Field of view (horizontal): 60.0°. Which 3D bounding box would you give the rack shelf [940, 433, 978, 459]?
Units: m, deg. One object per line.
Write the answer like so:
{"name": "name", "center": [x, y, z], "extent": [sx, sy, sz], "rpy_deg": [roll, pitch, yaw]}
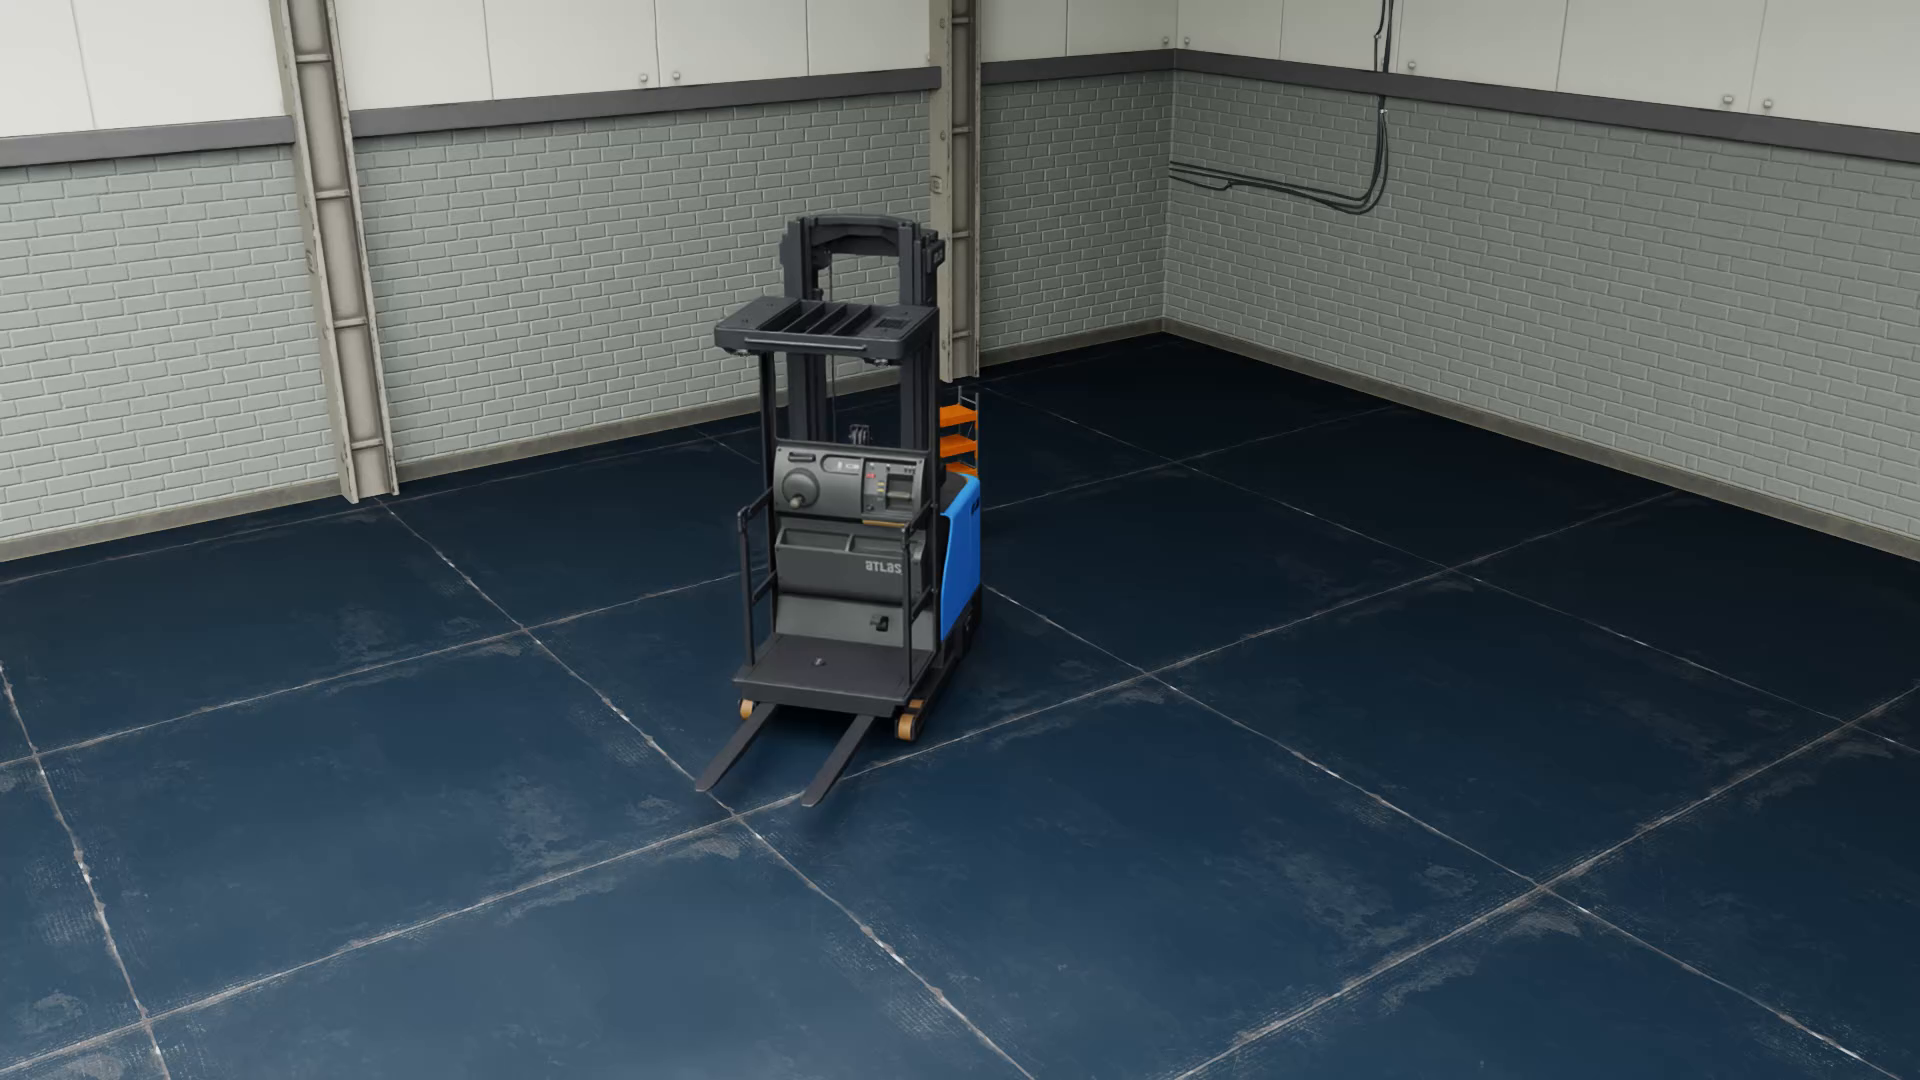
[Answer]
{"name": "rack shelf", "center": [-0.134, -0.667, 12.526], "extent": [0.480, 0.148, 0.258], "rpy_deg": [-15, 26, -33]}

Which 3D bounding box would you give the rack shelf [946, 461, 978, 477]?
{"name": "rack shelf", "center": [-0.134, -0.459, 12.609], "extent": [0.480, 0.148, 0.258], "rpy_deg": [-15, 26, -33]}

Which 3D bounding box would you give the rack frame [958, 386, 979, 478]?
{"name": "rack frame", "center": [0.064, -0.574, 12.717], "extent": [0.015, 1.200, 0.240], "rpy_deg": [-15, 26, -33]}

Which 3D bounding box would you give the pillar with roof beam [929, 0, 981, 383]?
{"name": "pillar with roof beam", "center": [2.468, -4.570, 12.207], "extent": [0.400, 9.000, 9.100], "rpy_deg": [-15, 26, -33]}

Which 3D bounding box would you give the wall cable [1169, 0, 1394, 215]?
{"name": "wall cable", "center": [3.117, -4.663, 16.629], "extent": [0.112, 2.526, 3.097], "rpy_deg": [-15, 26, -33]}

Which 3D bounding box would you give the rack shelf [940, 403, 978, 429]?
{"name": "rack shelf", "center": [-0.134, -0.886, 12.439], "extent": [0.480, 0.148, 0.258], "rpy_deg": [-15, 26, -33]}

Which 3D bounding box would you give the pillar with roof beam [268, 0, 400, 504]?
{"name": "pillar with roof beam", "center": [-2.402, -3.271, 8.952], "extent": [0.400, 9.000, 9.100], "rpy_deg": [-15, 26, -33]}

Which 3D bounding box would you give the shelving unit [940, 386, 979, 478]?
{"name": "shelving unit", "center": [-0.134, -0.521, 12.584], "extent": [0.503, 1.200, 0.258], "rpy_deg": [-15, 26, -33]}

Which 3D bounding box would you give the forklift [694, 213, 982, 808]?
{"name": "forklift", "center": [-0.718, -0.321, 9.746], "extent": [1.130, 2.935, 3.031], "rpy_deg": [6, 22, 14]}
